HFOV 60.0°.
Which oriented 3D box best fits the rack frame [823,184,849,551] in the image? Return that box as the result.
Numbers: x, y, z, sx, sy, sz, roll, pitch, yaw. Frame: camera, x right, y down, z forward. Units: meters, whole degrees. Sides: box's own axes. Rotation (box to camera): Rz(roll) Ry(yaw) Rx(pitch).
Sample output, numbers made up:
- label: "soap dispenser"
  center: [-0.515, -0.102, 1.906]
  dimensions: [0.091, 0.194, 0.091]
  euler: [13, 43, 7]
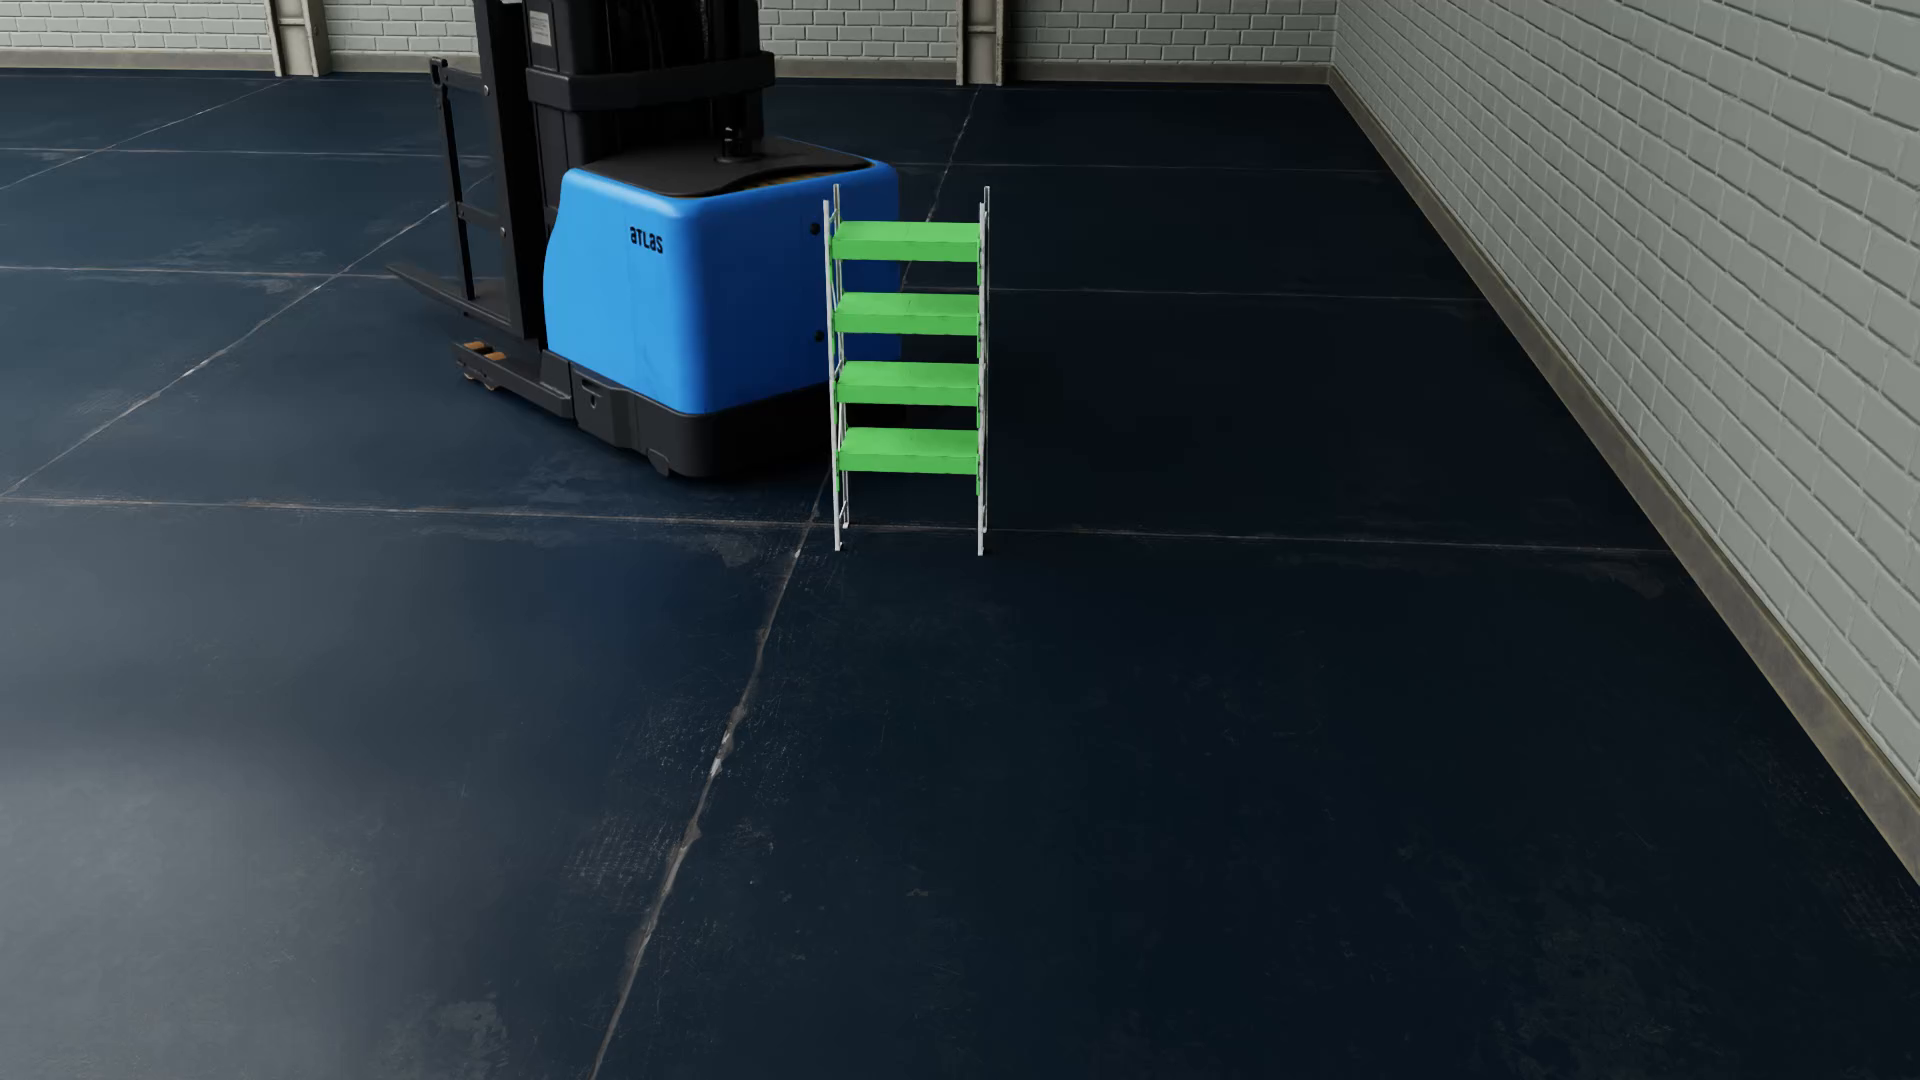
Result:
- label: "rack frame"
  center: [-0.408, -0.558, 5.528]
  dimensions: [0.015, 1.200, 0.240]
  euler: [2, 25, 4]

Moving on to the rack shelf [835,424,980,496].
- label: "rack shelf"
  center: [-0.165, -0.274, 5.638]
  dimensions: [0.480, 0.148, 0.258]
  euler: [2, 25, 4]

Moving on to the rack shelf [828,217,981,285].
- label: "rack shelf"
  center: [-0.165, -0.928, 5.337]
  dimensions: [0.480, 0.148, 0.258]
  euler: [2, 25, 4]

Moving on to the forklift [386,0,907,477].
- label: "forklift"
  center: [-1.565, -2.095, 6.797]
  dimensions: [1.130, 2.935, 3.031]
  euler: [-20, 32, -37]

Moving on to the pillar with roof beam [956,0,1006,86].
- label: "pillar with roof beam"
  center: [-0.151, -6.234, 8.533]
  dimensions: [0.400, 9.000, 9.100]
  euler: [2, 25, 4]

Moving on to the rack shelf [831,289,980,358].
- label: "rack shelf"
  center: [-0.165, -0.710, 5.437]
  dimensions: [0.480, 0.148, 0.258]
  euler: [2, 25, 4]

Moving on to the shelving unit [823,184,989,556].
- label: "shelving unit"
  center: [-0.165, -0.550, 5.511]
  dimensions: [0.503, 1.200, 0.258]
  euler: [2, 25, 4]

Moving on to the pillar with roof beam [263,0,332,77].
- label: "pillar with roof beam"
  center: [-6.133, -6.426, 8.950]
  dimensions: [0.400, 9.000, 9.100]
  euler: [2, 25, 4]

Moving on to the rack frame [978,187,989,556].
- label: "rack frame"
  center: [0.078, -0.543, 5.494]
  dimensions: [0.015, 1.200, 0.240]
  euler: [2, 25, 4]

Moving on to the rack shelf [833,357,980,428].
- label: "rack shelf"
  center: [-0.165, -0.492, 5.537]
  dimensions: [0.480, 0.148, 0.258]
  euler: [2, 25, 4]
